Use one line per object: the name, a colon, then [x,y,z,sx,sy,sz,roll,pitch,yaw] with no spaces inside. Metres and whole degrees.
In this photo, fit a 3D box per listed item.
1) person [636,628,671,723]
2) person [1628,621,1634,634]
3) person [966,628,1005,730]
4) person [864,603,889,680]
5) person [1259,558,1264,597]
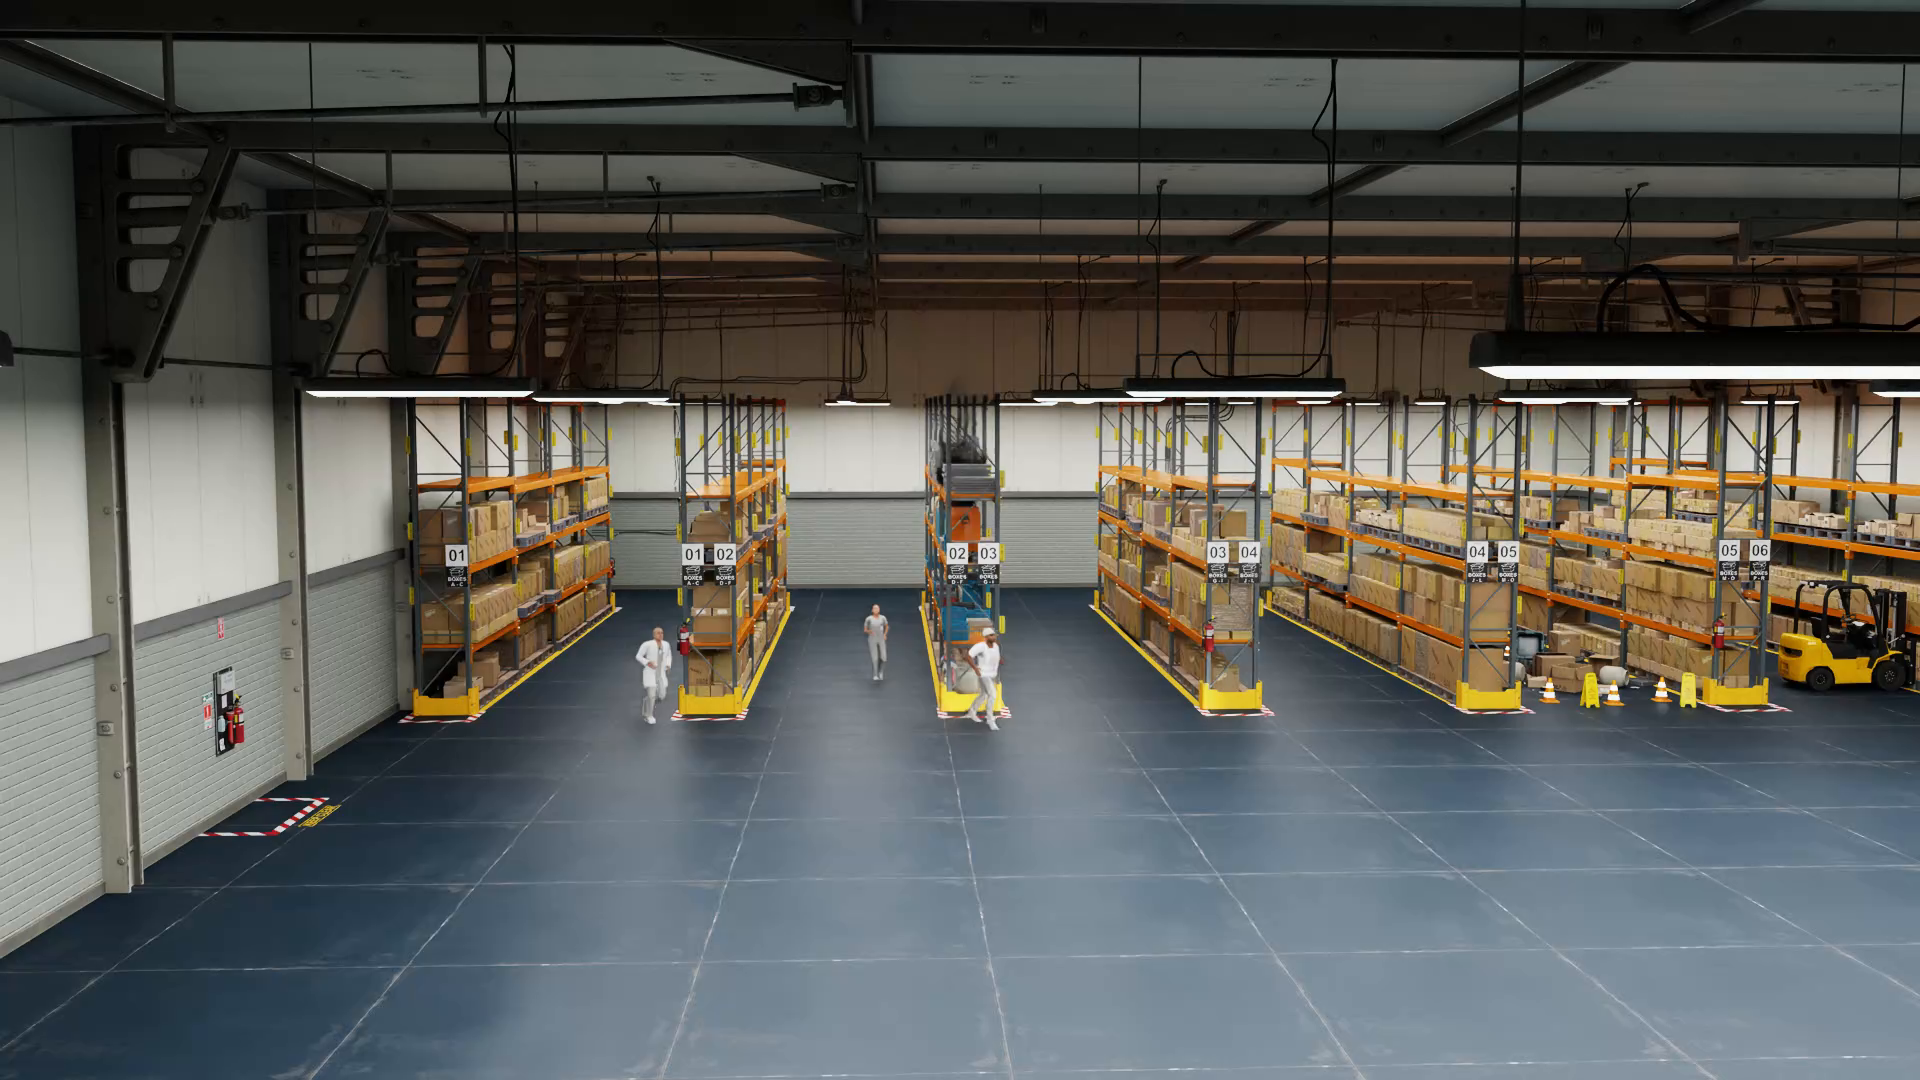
person: [-5.573,2.465,30.476,0.737,1.723,0.686,-3,6,-36]
person: [16.586,1.614,40.980,0.651,1.746,0.663,0,5,-6]
person: [0.463,2.479,29.984,0.785,1.831,0.706,3,6,37]
person: [-1.729,2.141,34.831,0.552,1.630,0.585,-1,5,-12]
person: [8.569,1.014,49.041,0.785,1.711,0.783,0,5,2]
